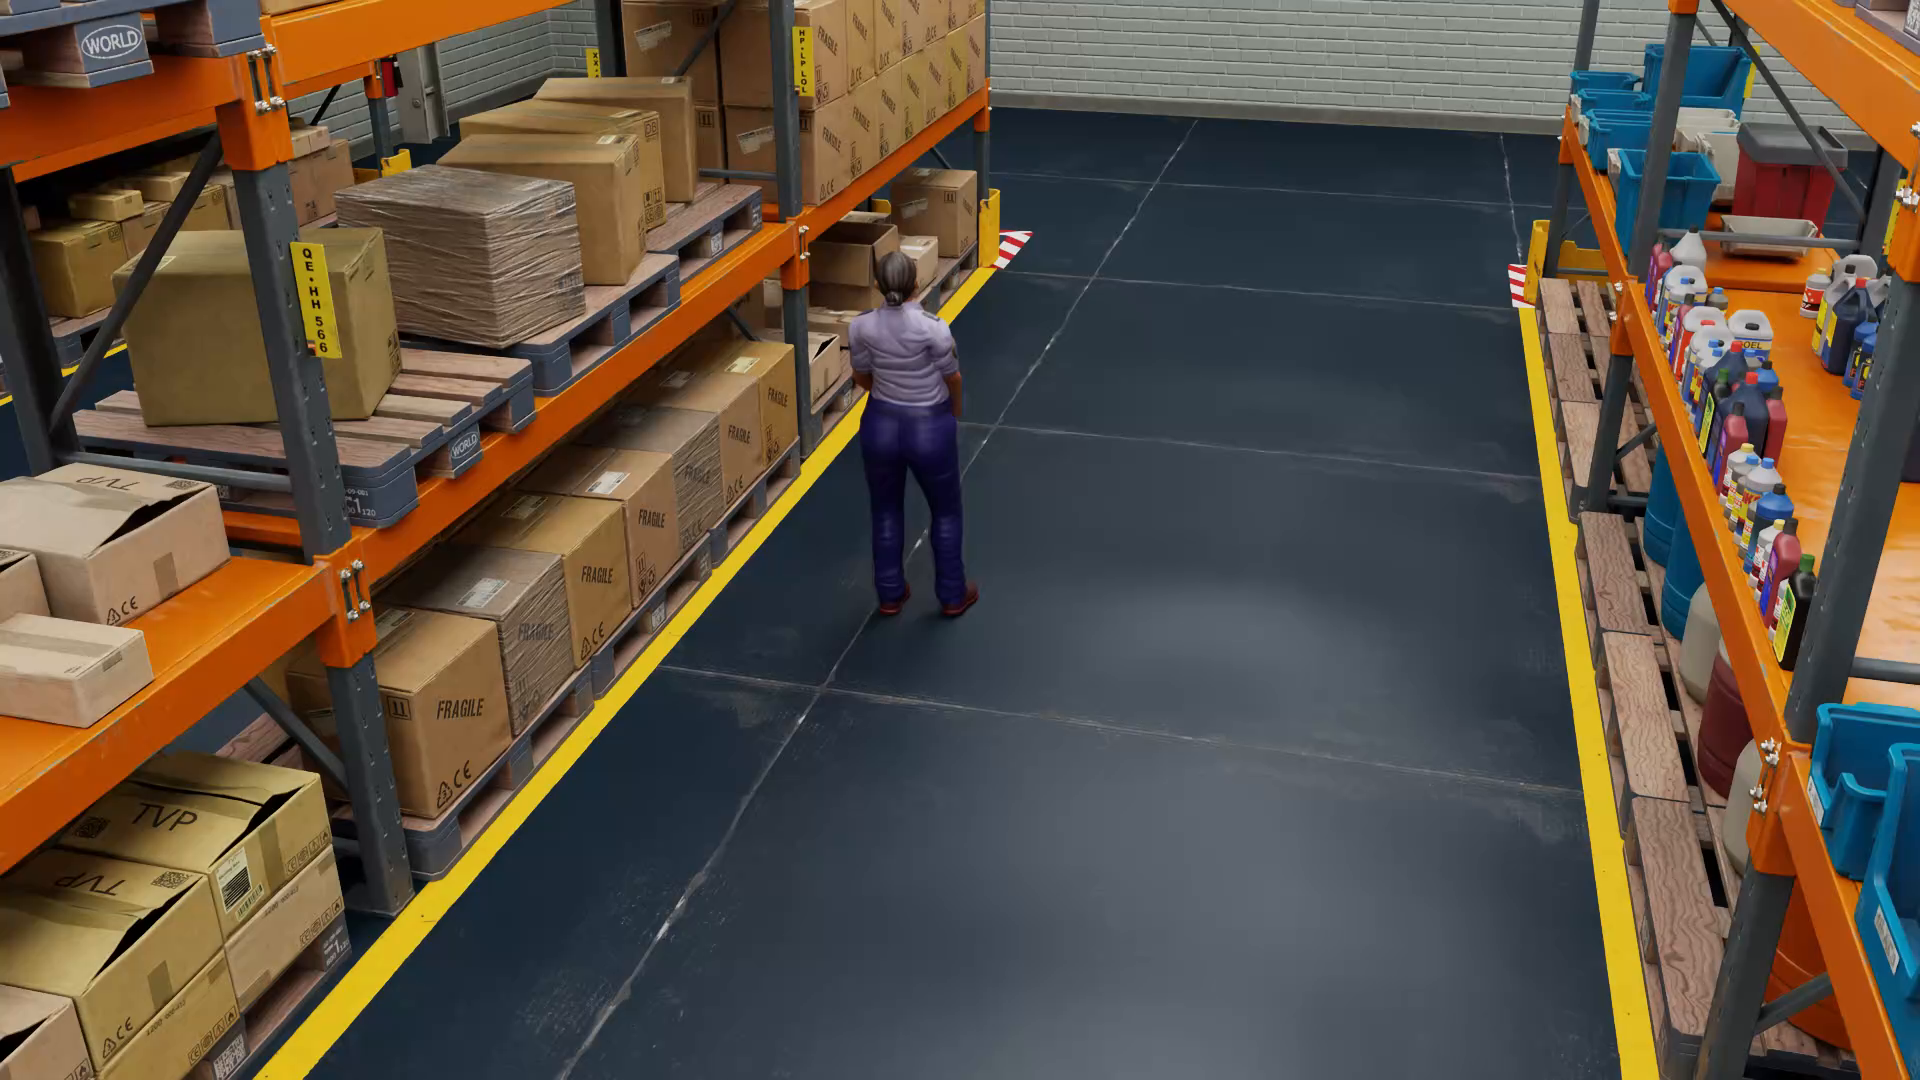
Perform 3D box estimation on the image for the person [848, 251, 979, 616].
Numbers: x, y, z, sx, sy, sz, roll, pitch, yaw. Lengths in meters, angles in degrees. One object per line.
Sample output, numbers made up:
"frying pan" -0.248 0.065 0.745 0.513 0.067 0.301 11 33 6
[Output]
"person" -0.191 -0.454 7.088 0.507 1.639 0.471 6 26 13
